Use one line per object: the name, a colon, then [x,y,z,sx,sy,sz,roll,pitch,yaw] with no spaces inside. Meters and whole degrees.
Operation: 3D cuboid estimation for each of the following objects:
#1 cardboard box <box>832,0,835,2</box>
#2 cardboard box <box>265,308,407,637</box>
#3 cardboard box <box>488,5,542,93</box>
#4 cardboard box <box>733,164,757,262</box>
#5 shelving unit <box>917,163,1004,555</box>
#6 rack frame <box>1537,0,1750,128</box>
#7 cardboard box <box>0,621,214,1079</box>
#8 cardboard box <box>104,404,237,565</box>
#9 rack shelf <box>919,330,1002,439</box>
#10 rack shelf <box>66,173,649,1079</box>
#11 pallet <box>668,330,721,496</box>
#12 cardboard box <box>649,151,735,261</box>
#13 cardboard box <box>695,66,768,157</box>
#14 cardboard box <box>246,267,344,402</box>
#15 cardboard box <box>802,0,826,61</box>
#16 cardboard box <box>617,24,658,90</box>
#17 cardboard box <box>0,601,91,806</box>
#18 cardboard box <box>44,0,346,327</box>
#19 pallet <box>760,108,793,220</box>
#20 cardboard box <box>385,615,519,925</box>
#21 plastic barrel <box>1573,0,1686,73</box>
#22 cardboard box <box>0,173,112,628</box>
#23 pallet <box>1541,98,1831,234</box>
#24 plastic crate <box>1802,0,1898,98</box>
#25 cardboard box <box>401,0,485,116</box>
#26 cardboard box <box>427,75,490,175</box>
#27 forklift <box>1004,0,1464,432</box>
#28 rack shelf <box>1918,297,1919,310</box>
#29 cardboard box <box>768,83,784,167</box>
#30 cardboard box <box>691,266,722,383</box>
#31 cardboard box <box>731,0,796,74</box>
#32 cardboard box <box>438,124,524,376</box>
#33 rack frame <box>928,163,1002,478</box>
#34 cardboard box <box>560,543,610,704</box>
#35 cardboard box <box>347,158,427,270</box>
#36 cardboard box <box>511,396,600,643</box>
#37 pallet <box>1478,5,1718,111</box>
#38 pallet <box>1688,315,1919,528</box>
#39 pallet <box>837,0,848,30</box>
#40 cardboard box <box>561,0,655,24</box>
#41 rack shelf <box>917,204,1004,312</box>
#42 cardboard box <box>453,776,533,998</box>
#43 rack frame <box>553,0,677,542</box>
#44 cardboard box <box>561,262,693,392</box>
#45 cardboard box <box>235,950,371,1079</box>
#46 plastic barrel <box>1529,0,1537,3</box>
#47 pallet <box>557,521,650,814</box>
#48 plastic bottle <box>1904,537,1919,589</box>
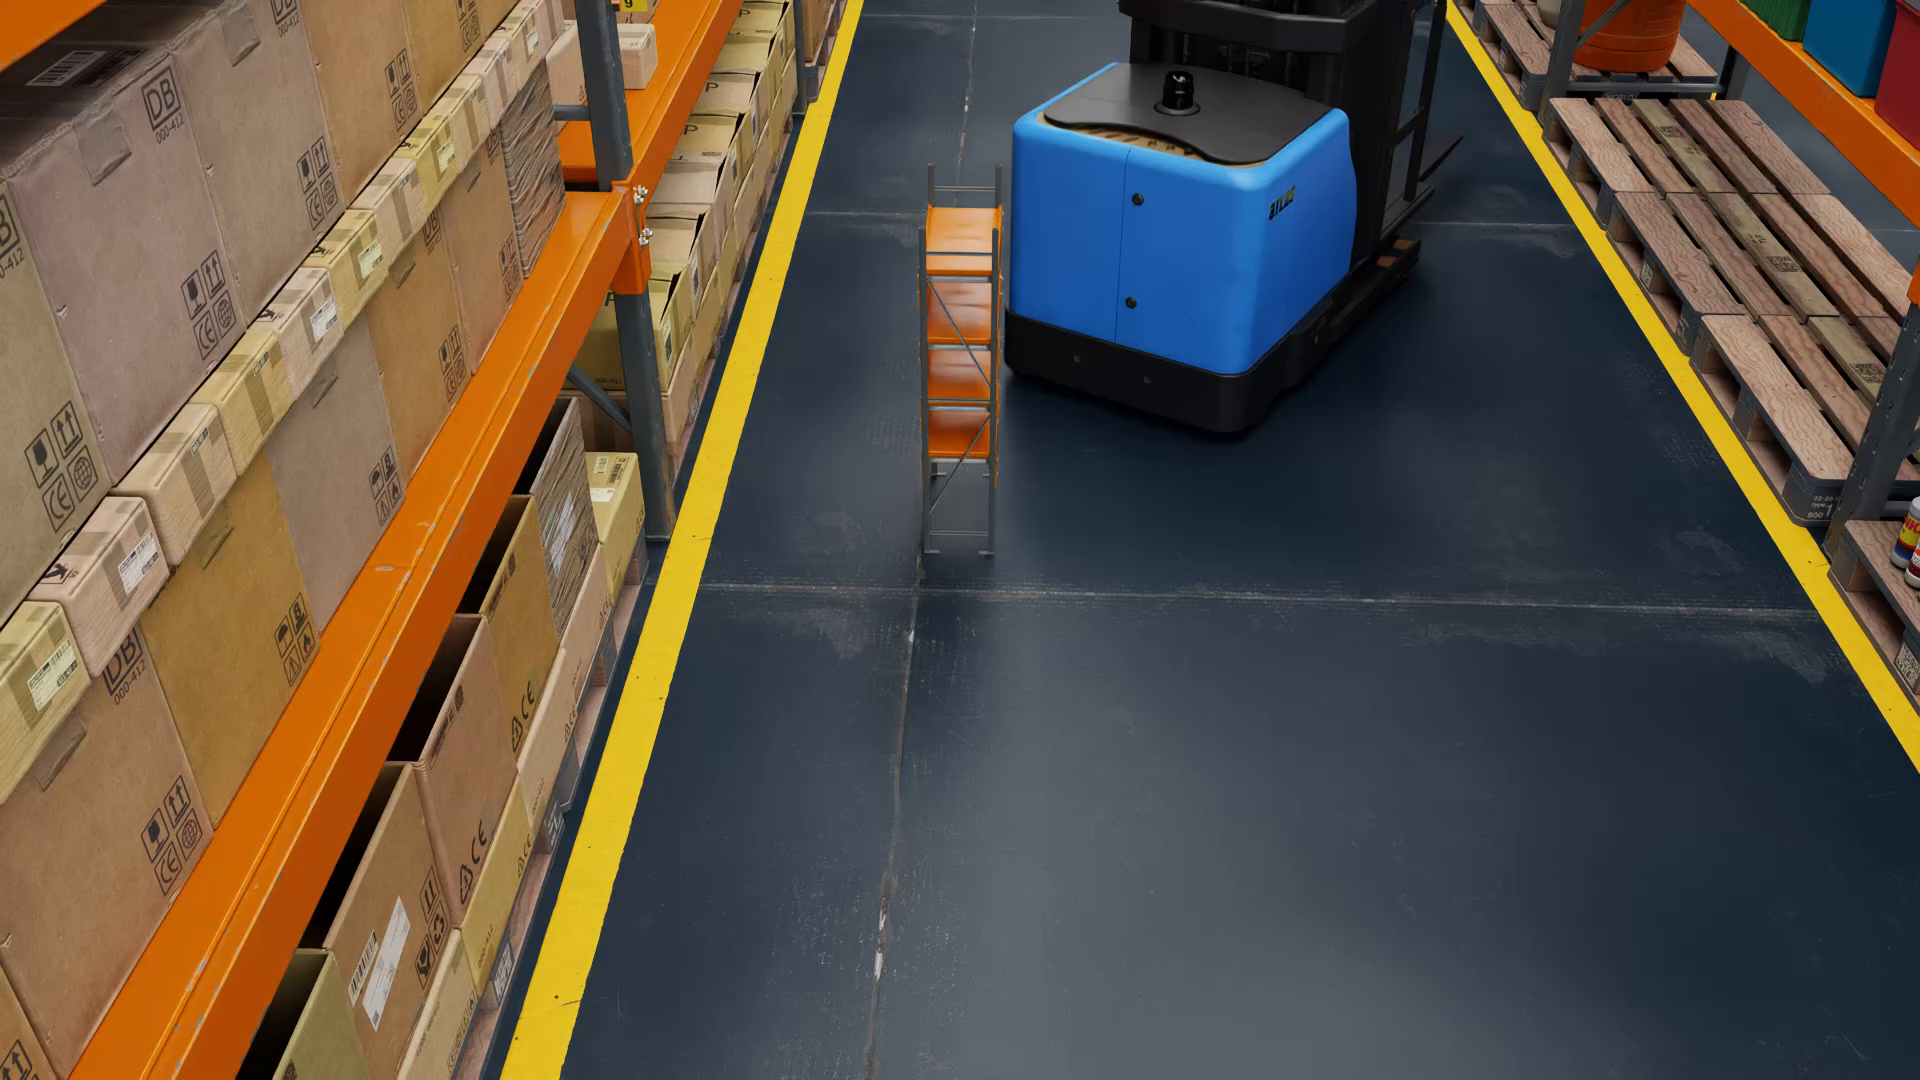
cardboard box: [-0.993,-3.568,10.009,0.500,0.500,0.500,1,35,1]
cardboard box: [-1.567,-0.169,3.294,0.700,0.500,0.500,2,35,3]
cardboard box: [-1.307,-1.272,4.300,0.380,0.149,0.250,1,35,1]
cardboard box: [-1.173,-1.425,7.195,0.500,0.250,0.500,2,35,3]
shelving unit: [0.007,-0.586,5.540,0.258,1.200,0.503,1,35,2]
rack frame: [3.612,-3.450,8.050,1.000,3.000,0.127,1,35,2]
cardboard box: [-1.611,0.419,2.458,0.700,0.500,0.500,2,35,3]
cardboard box: [-1.388,-0.090,2.619,0.380,0.149,0.250,0,35,0]
rack shelf: [0.007,-0.531,5.579,0.258,0.148,0.480,1,35,2]
rack shelf: [-1.578,0.175,3.518,1.077,0.370,4.000,1,35,2]
pallet: [-1.507,-0.552,6.352,1.003,0.211,1.213,1,35,2]
cardboard box: [-1.187,-1.361,6.617,0.500,0.311,0.500,0,35,0]
cardboard box: [-1.149,-1.948,7.451,0.500,0.311,0.500,1,35,2]
cardboard box: [-1.365,-0.380,3.031,0.380,0.149,0.250,2,35,2]
cardboard box: [-1.033,-2.979,9.171,0.500,0.500,0.500,3,35,4]
cardboard box: [-1.258,-1.670,5.736,0.380,0.149,0.250,1,35,2]
cardboard box: [-1.408,0.208,2.194,0.380,0.149,0.250,1,35,2]
cardboard box: [-1.570,-0.720,2.951,0.700,0.500,0.500,1,35,2]
pallet: [-1.409,-1.954,8.346,1.003,0.211,1.213,1,35,2]
cardboard box: [-1.352,0.511,3.788,0.500,0.500,0.500,1,35,2]
plastic barrel: [3.615,-3.015,8.954,0.600,0.830,0.708,1,35,2]
cardboard box: [-1.609,-0.143,2.129,0.700,0.500,0.500,0,35,1]
pallet: [3.542,-1.865,8.220,1.003,0.211,1.213,1,35,2]
plastic crate: [3.185,-1.786,5.697,0.392,0.384,0.575,1,35,2]
cardboard box: [-1.528,-1.295,3.768,0.700,0.500,0.500,1,35,2]
cardboard box: [-1.324,-0.970,3.871,0.380,0.149,0.250,1,35,2]
forklift: [1.395,-2.412,6.632,1.130,2.935,3.031,20,40,26]
rack shelf: [3.371,0.291,3.352,1.077,0.370,4.000,1,35,2]
cardboard box: [-1.132,-2.009,8.026,0.500,0.250,0.500,1,35,1]
cardboard box: [-1.212,-0.835,6.356,0.500,0.250,0.500,2,35,3]
cardboard box: [-1.112,-2.536,8.289,0.500,0.311,0.500,2,35,3]
cardboard box: [-1.524,-0.751,4.123,0.700,0.500,0.500,1,35,1]
rack frame: [0.016,-0.726,5.740,0.240,1.200,0.015,1,35,2]
cardboard box: [-1.328,0.243,4.821,0.500,0.250,0.500,1,35,2]
cardboard box: [-1.347,-0.684,3.464,0.380,0.149,0.250,2,35,3]
cardboard box: [-1.330,-0.064,4.606,0.500,0.500,0.500,1,35,2]
pallet: [3.602,-2.763,9.498,1.003,0.211,1.213,1,35,2]
pallet: [3.444,-0.463,6.225,1.003,0.211,1.213,1,35,2]
pallet: [-1.218,-3.553,10.622,1.003,0.211,1.213,1,35,2]
cardboard box: [-1.429,-2.053,5.975,0.500,0.500,0.500,4,35,5]
rack shelf: [0.007,-0.907,5.314,0.258,0.148,0.480,1,35,2]
cardboard box: [-1.353,0.818,4.003,0.500,0.250,0.500,1,35,2]
rack frame: [-1.498,-1.268,4.946,1.000,3.000,0.127,1,35,2]
cardboard box: [-1.232,-0.776,5.784,0.500,0.311,0.500,1,35,2]
cardboard box: [-1.396,1.086,2.970,0.500,0.500,0.500,1,35,2]
plastic barrel: [3.660,-3.566,9.947,0.600,0.588,0.708,1,35,2]
pallet: [-1.572,0.328,5.099,1.003,0.211,1.213,1,35,2]
plastic bottle: [2.997,0.044,5.129,0.097,0.201,0.097,0,35,0]
